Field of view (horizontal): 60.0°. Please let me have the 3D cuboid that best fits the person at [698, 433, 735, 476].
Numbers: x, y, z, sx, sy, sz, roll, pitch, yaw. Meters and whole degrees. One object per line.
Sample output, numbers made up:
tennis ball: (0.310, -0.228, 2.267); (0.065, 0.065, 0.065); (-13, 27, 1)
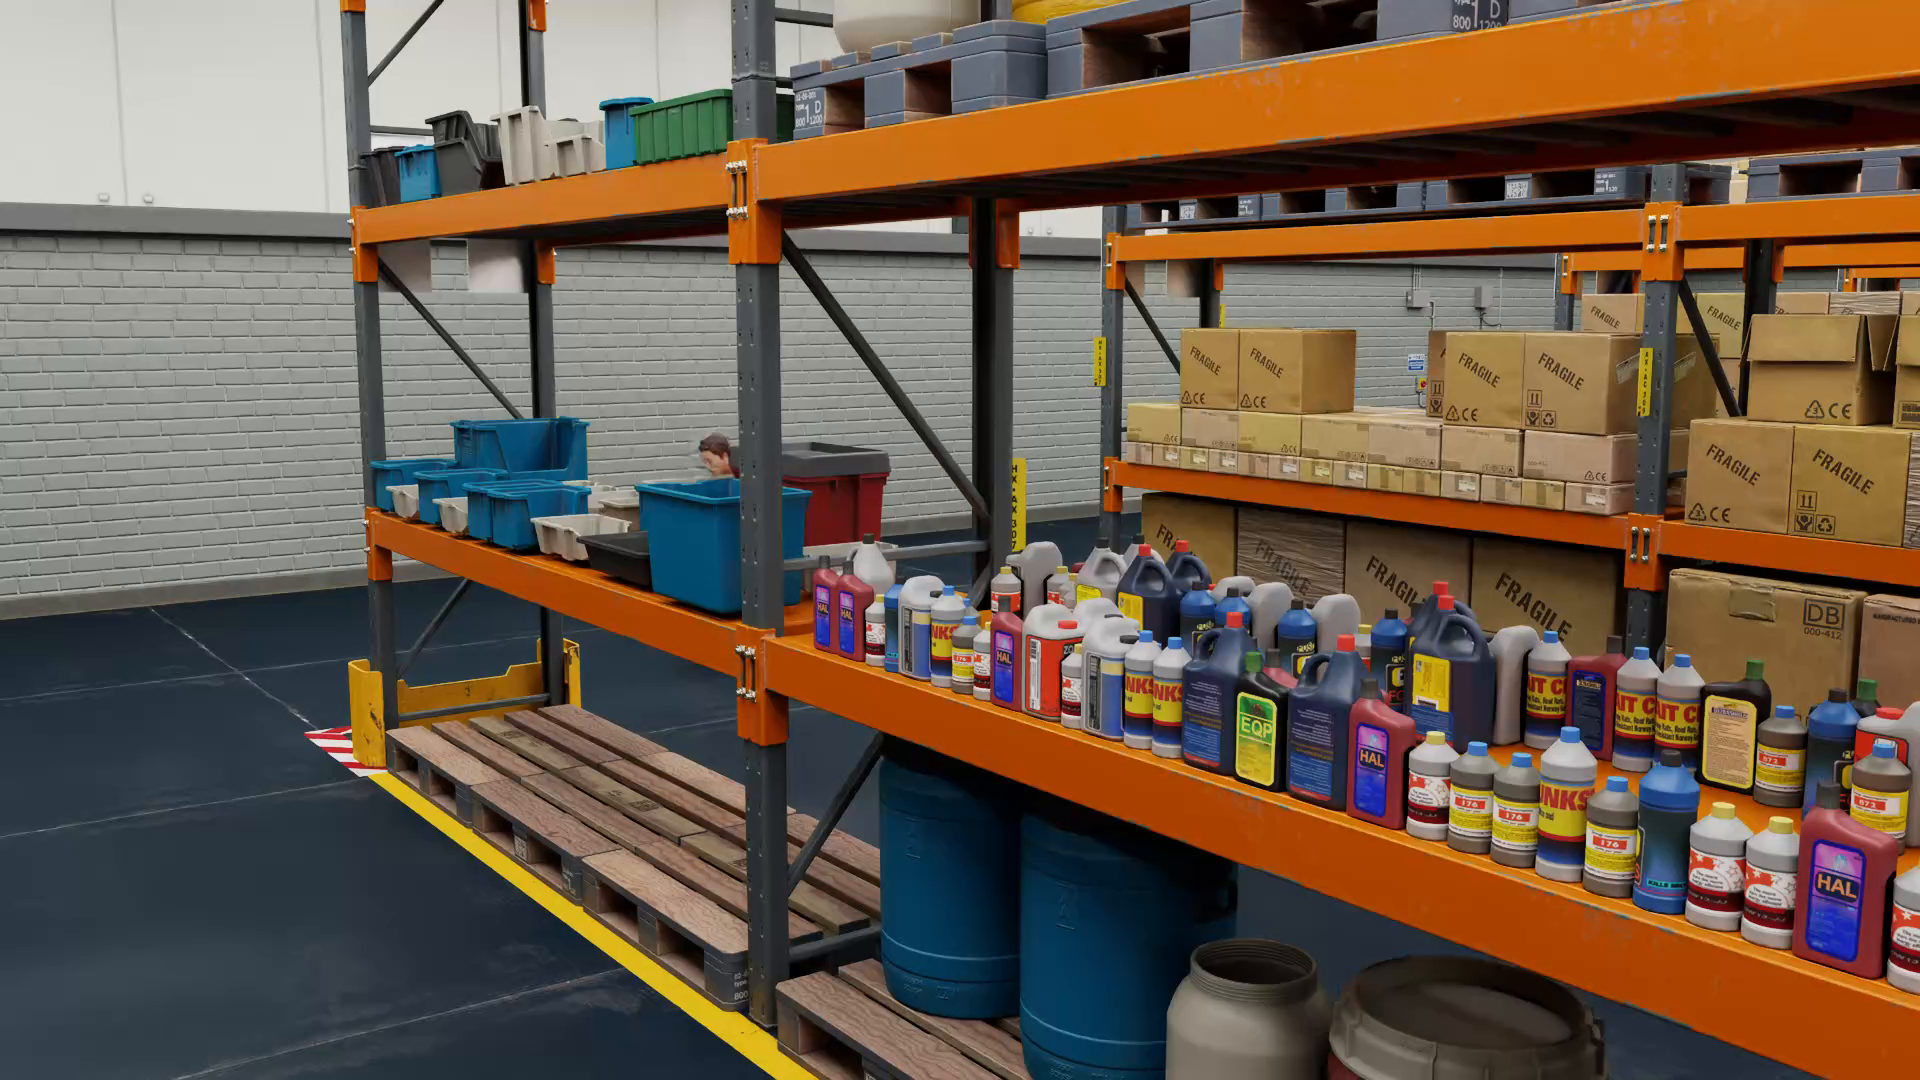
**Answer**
person: (-1.422, 0.053, 10.970); (0.635, 1.534, 0.410); (-6, 10, -37)
